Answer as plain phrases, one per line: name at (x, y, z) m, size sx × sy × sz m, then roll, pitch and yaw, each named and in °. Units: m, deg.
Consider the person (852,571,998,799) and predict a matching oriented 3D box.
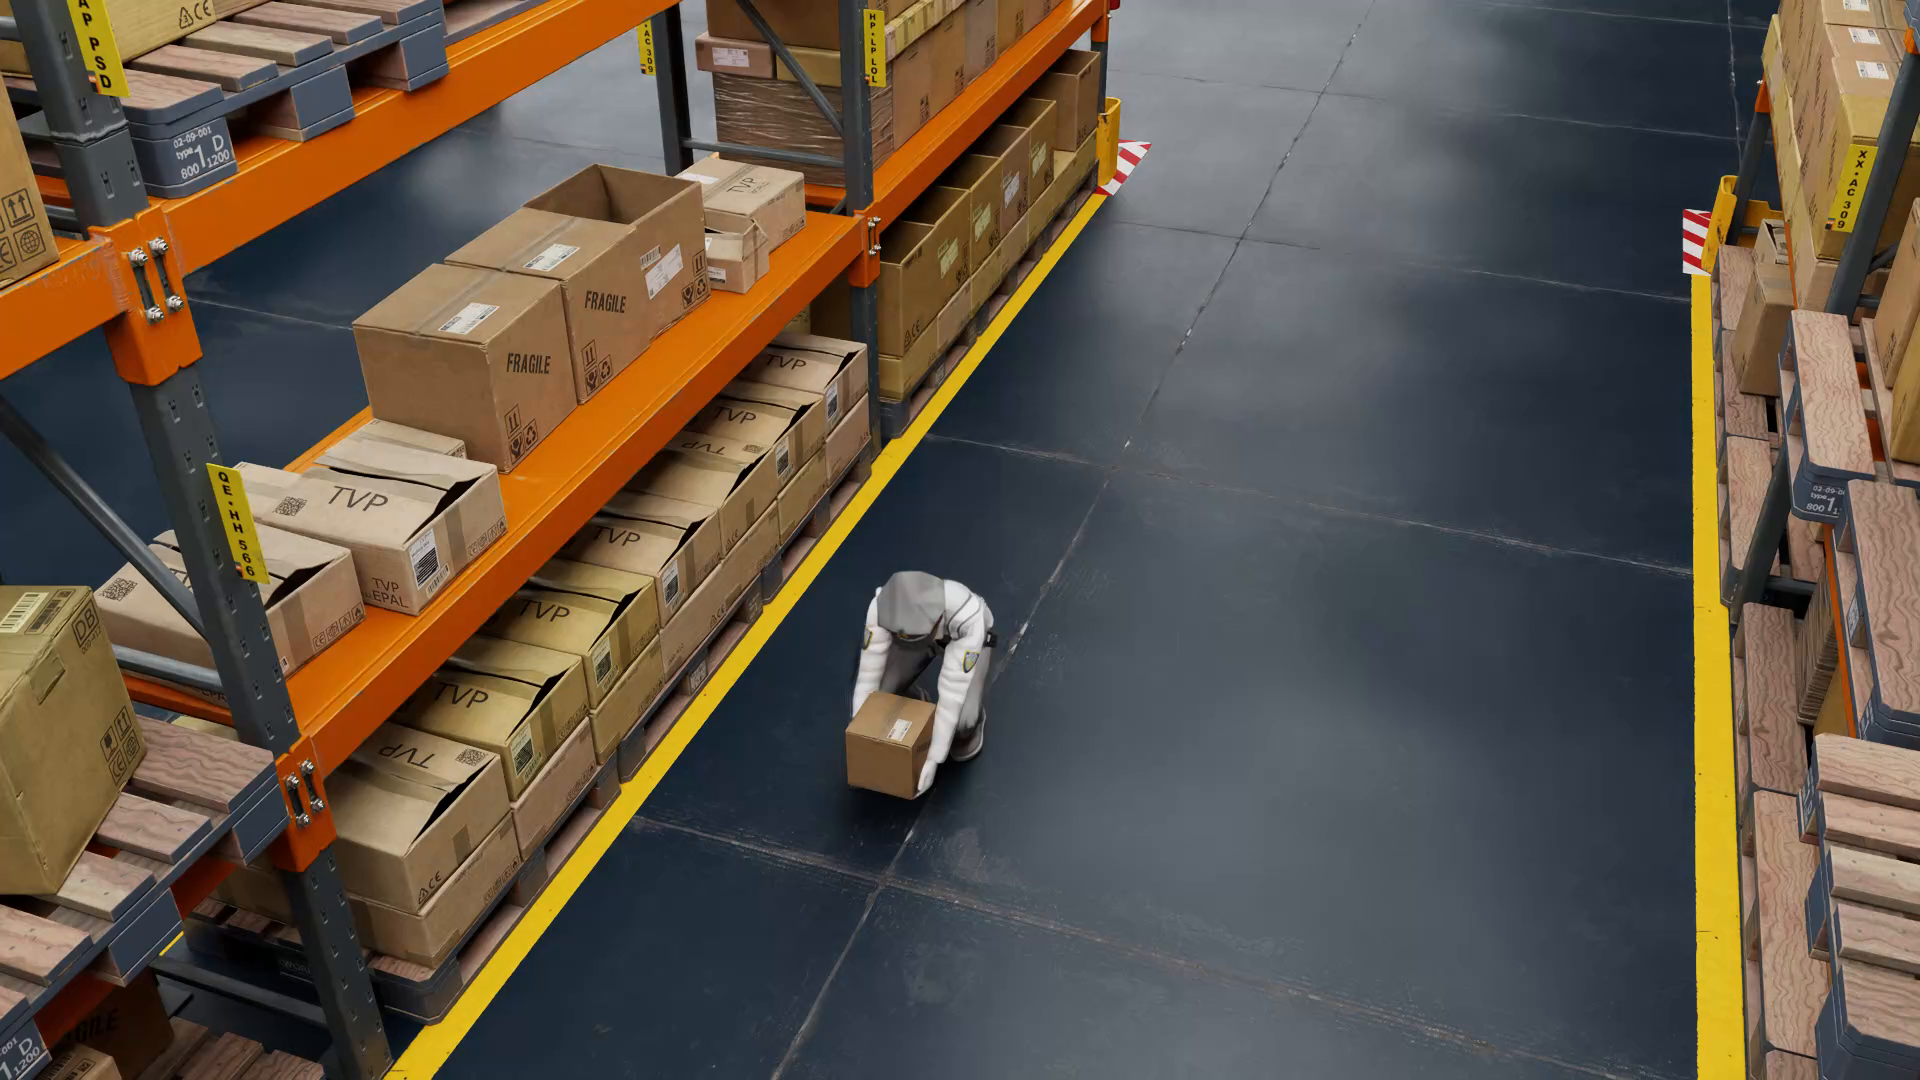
person at (-0.128, 0.434, 6.126) m, size 0.467 × 0.972 × 0.841 m, roll 11°, pitch 35°, yaw 16°
